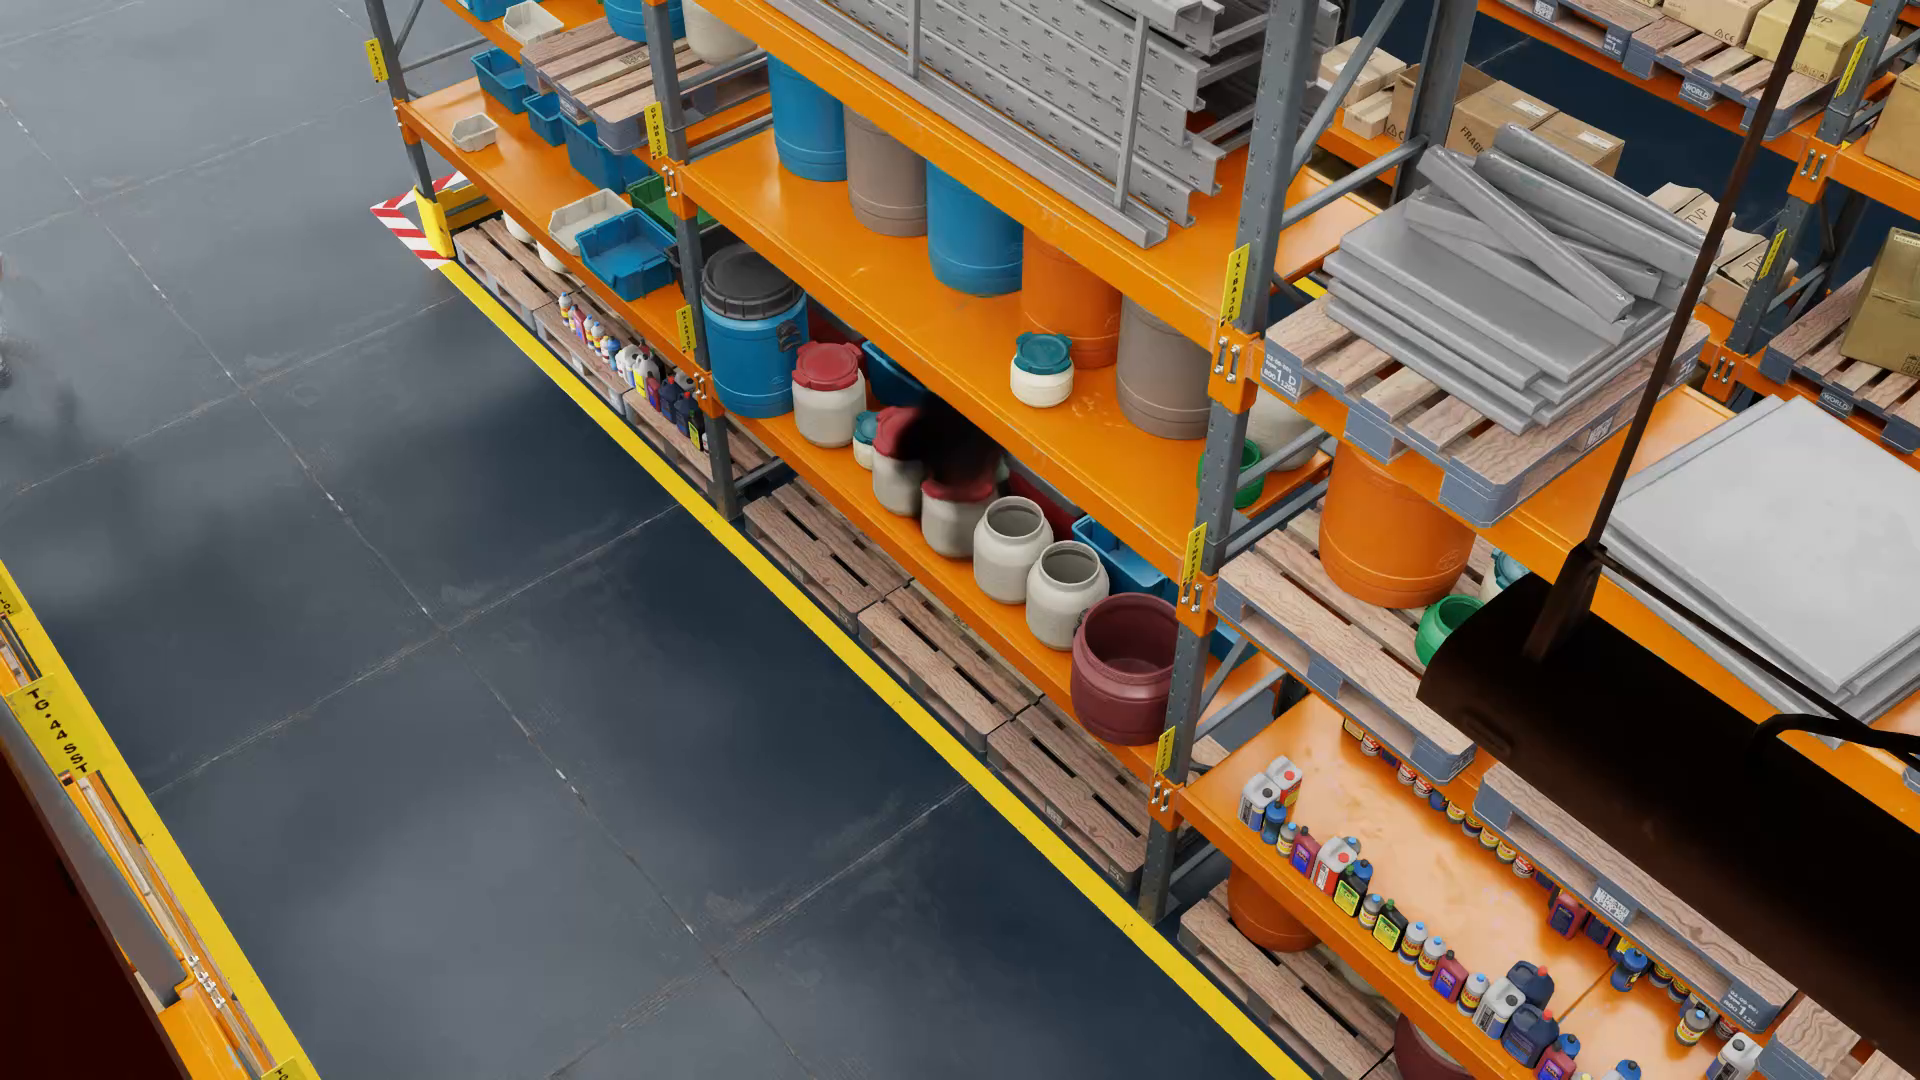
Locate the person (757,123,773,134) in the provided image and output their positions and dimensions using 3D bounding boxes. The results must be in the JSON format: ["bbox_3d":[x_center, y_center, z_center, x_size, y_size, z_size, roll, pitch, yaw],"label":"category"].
[{"bbox_3d":[-1.293,-3.069,12.780,0.612,1.736,0.721,-35,56,-28],"label":"person"}]
